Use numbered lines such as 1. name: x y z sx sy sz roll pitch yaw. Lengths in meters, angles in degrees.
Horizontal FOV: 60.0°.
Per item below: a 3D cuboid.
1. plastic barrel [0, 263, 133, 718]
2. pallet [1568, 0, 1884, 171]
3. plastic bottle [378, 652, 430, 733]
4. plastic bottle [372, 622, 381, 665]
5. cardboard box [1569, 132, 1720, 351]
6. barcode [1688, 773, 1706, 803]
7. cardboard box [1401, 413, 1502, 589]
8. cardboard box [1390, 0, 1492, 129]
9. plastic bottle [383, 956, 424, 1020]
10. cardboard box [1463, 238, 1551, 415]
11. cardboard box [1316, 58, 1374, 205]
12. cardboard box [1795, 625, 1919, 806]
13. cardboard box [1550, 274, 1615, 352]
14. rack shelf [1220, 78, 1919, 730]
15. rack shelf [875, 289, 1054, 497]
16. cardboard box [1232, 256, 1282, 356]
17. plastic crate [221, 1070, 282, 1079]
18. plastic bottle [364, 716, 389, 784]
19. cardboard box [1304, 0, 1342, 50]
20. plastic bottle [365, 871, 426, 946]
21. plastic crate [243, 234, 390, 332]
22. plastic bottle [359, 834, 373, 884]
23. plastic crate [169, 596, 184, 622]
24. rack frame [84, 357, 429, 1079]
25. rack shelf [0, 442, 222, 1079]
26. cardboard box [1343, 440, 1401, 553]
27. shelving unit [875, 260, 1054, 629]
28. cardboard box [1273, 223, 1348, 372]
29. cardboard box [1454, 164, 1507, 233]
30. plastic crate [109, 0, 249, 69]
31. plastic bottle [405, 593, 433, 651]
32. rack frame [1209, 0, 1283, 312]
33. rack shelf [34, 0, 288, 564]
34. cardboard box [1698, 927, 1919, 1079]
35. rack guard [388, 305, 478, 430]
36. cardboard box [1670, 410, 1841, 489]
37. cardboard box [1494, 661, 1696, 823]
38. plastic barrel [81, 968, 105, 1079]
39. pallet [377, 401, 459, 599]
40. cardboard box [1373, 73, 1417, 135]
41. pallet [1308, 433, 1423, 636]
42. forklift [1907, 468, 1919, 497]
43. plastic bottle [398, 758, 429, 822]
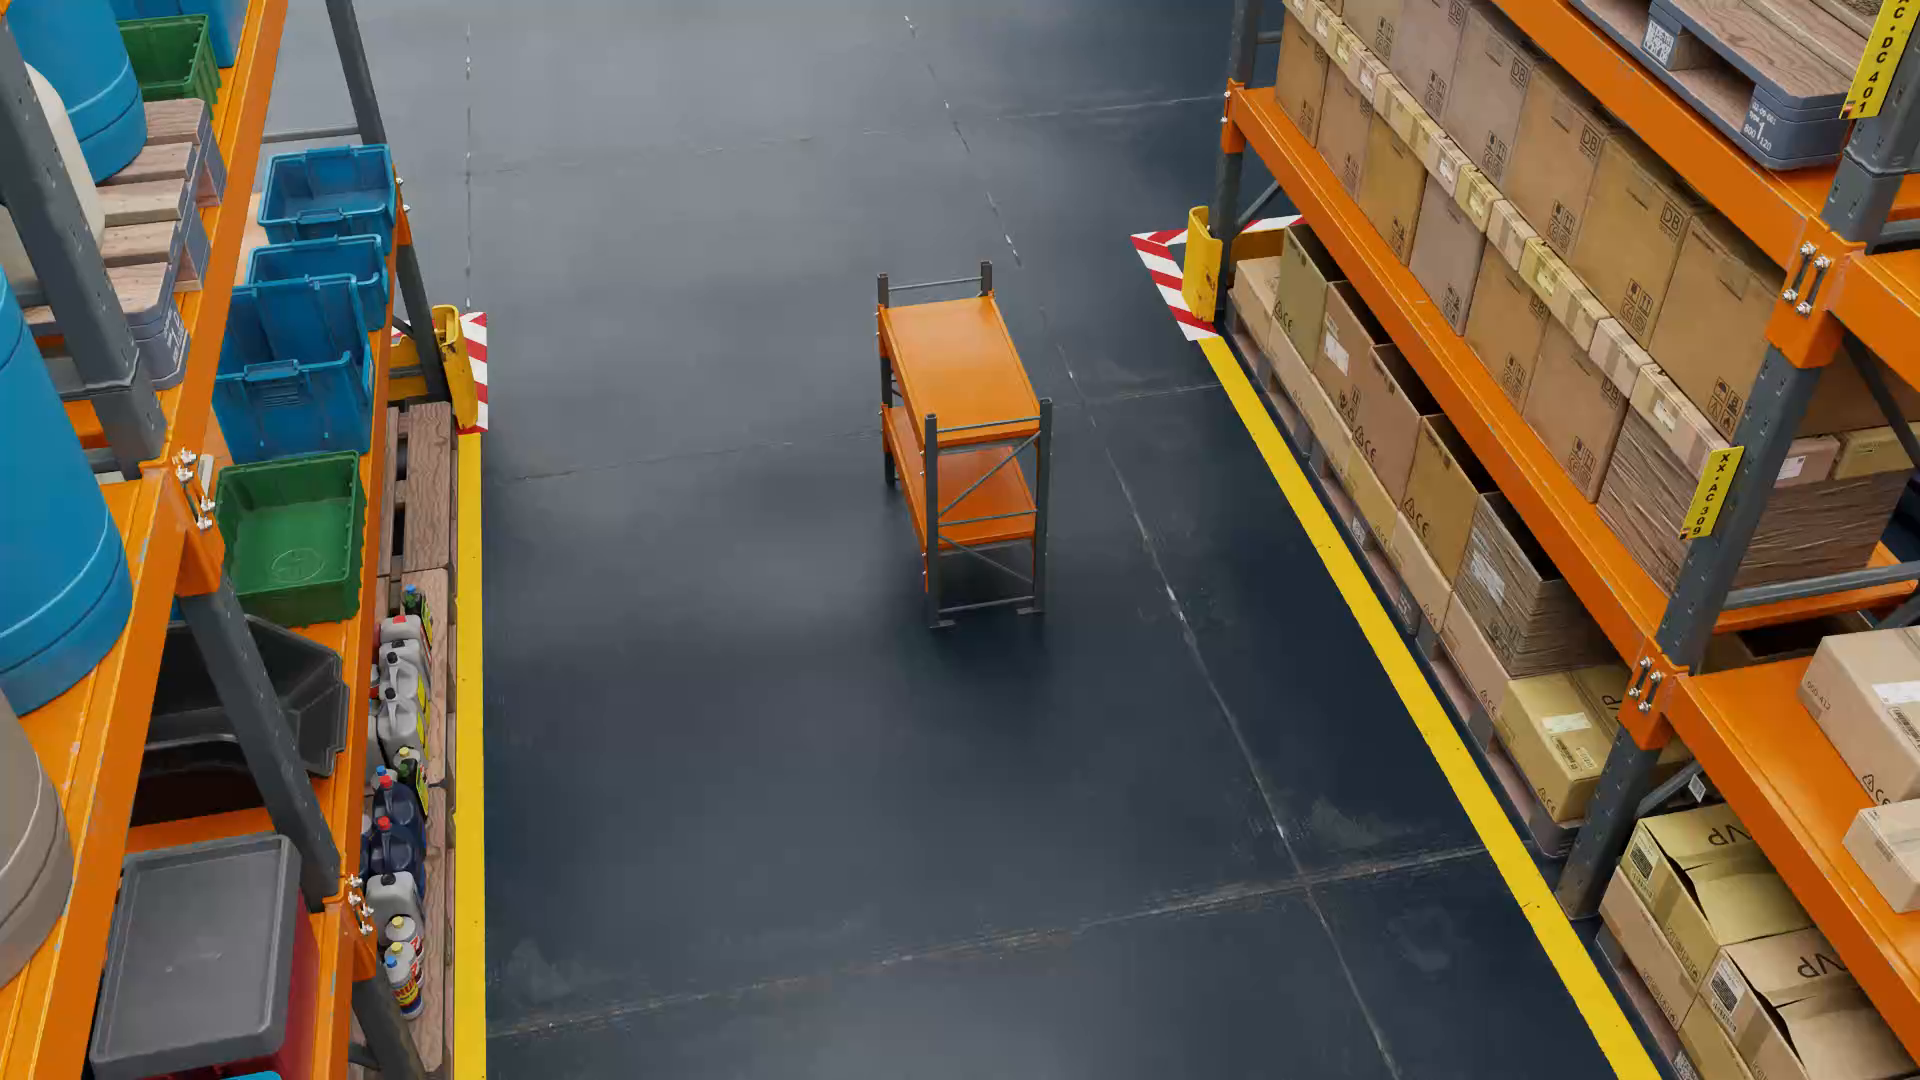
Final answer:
1. plastic barrel: -1.849 -0.161 2.816 0.600 0.901 0.708 -8 42 -9
2. pallet: 2.457 -1.495 4.764 1.003 0.211 1.213 -8 42 -9
3. plastic bottle: -2.112 0.575 6.289 0.144 0.351 0.185 -7 42 -8
4. plastic bottle: -2.286 0.419 6.515 0.061 0.283 0.133 -8 42 -9
5. cardboard box: 2.454 -0.994 5.340 0.700 0.500 0.500 -8 42 -9
6. barcode: 2.315 0.779 5.223 0.001 0.075 0.075 -8 42 -9
7. cardboard box: 2.145 -0.185 6.671 0.500 0.500 0.500 -8 42 -9
8. cardboard box: 2.131 -1.967 6.436 0.700 0.500 0.500 -8 42 -9
9. plastic bottle: -1.811 1.436 5.378 0.097 0.271 0.097 0 42 0
10. cardboard box: 2.340 -0.848 6.153 0.700 0.500 0.500 -8 42 -9
11. cardboard box: 2.010 -1.844 7.274 0.700 0.500 0.500 -7 42 -8
12. cardboard box: 2.816 0.511 4.809 0.500 0.250 0.500 -6 42 -7
13. cardboard box: 2.231 -0.783 5.591 0.380 0.149 0.250 -8 42 -9
14. rack shelf: 2.235 -0.885 6.811 1.077 0.370 4.000 -8 42 -9
15. rack shelf: 0.001 -0.635 6.959 0.538 0.278 1.000 -8 42 -9
16. cardboard box: 1.702 -1.200 8.379 0.500 0.250 0.500 -8 42 -9
17. plastic crate: -1.629 1.526 3.565 0.392 0.384 0.575 -8 42 -9
18. plastic bottle: -2.211 0.761 6.136 0.152 0.276 0.135 -8 42 -9
19. cardboard box: 1.737 -2.274 7.271 0.380 0.149 0.250 -9 42 -10
20. plastic bottle: -1.908 1.229 5.608 0.152 0.276 0.135 -7 42 -8
21. plastic crate: -2.499 -0.984 6.493 0.499 0.251 0.408 -8 42 -9
22. plastic bottle: -2.080 1.114 5.681 0.144 0.351 0.185 -8 42 -9
23. plastic crate: -2.675 0.227 5.129 0.499 0.251 0.616 -8 42 -9
24. rack frame: -2.171 0.850 4.315 1.000 3.000 0.127 -8 42 -9
25. rack shelf: -1.739 1.293 2.098 1.077 0.370 4.000 -8 42 -9
26. cardboard box: 2.024 -0.227 7.283 0.500 0.250 0.500 -8 42 -9
27. shelving unit: 0.001 -0.416 7.153 0.538 1.125 1.048 -8 42 -9
28. cardboard box: 1.812 -1.156 7.765 0.500 0.500 0.500 -8 42 -9
29. cardboard box: 2.066 -1.278 6.148 0.380 0.149 0.250 -7 42 -8
30. plastic crate: -2.328 -1.666 4.901 0.392 0.384 0.575 -8 42 -9
31. plastic bottle: -2.167 0.309 6.639 0.061 0.283 0.133 -7 42 -8
32. rack frame: 1.803 -2.450 8.033 1.000 3.000 0.127 -8 42 -9
33. rack shelf: -2.602 -1.299 5.018 1.077 0.370 4.000 -8 42 -9
34. cardboard box: 2.616 1.433 4.991 0.500 0.311 0.500 -9 42 -10
35. rack guard: -2.972 -0.766 8.018 1.175 0.500 0.348 -8 42 -9
36. cardboard box: 2.399 -0.283 5.027 0.380 0.149 0.250 -8 42 -9
37. cardboard box: 2.353 0.744 6.189 0.500 0.250 0.500 -8 42 -9
38. plastic barrel: -2.383 0.956 3.818 0.600 0.901 0.708 -8 42 -9
39. pallet: -2.802 -0.130 7.520 1.003 0.211 1.213 -8 42 -9
40. cardboard box: 1.902 -1.776 6.709 0.380 0.149 0.250 -10 43 -11
41. pallet: 2.269 -0.129 7.518 1.003 0.211 1.213 -8 42 -9
42. forklift: 4.461 -1.762 7.309 1.130 2.935 3.031 -9 42 -10
43. plastic bottle: -1.975 0.883 5.992 0.061 0.283 0.133 -7 42 -7
